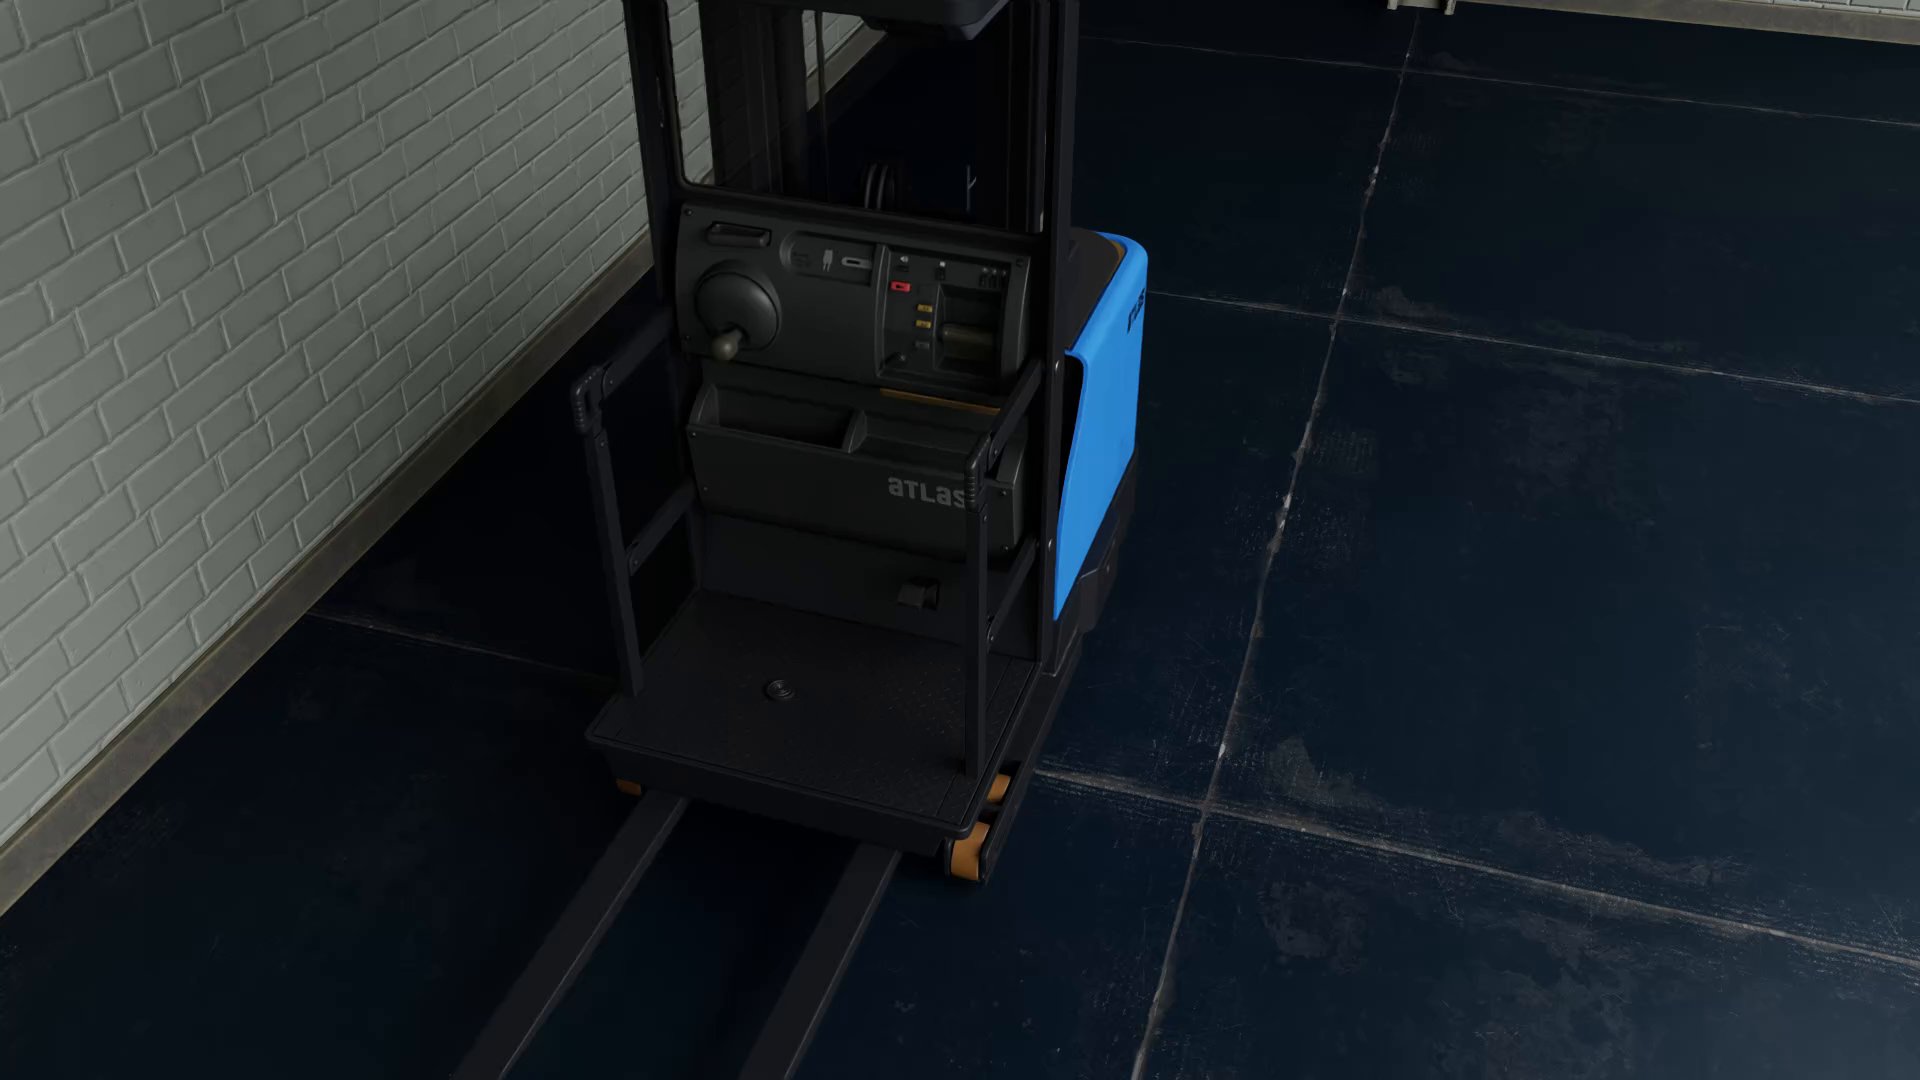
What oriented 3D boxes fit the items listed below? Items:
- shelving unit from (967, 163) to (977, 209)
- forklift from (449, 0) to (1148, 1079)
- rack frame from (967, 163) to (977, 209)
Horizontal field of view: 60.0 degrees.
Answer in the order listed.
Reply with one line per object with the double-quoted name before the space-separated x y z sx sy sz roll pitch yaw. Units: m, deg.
"shelving unit" 0.149 -0.777 5.792 0.189 1.200 0.258 11 38 15
"forklift" -0.346 -0.532 4.000 1.130 2.935 3.031 11 38 15
"rack frame" 0.063 -0.794 5.816 0.006 1.200 0.240 11 38 15
